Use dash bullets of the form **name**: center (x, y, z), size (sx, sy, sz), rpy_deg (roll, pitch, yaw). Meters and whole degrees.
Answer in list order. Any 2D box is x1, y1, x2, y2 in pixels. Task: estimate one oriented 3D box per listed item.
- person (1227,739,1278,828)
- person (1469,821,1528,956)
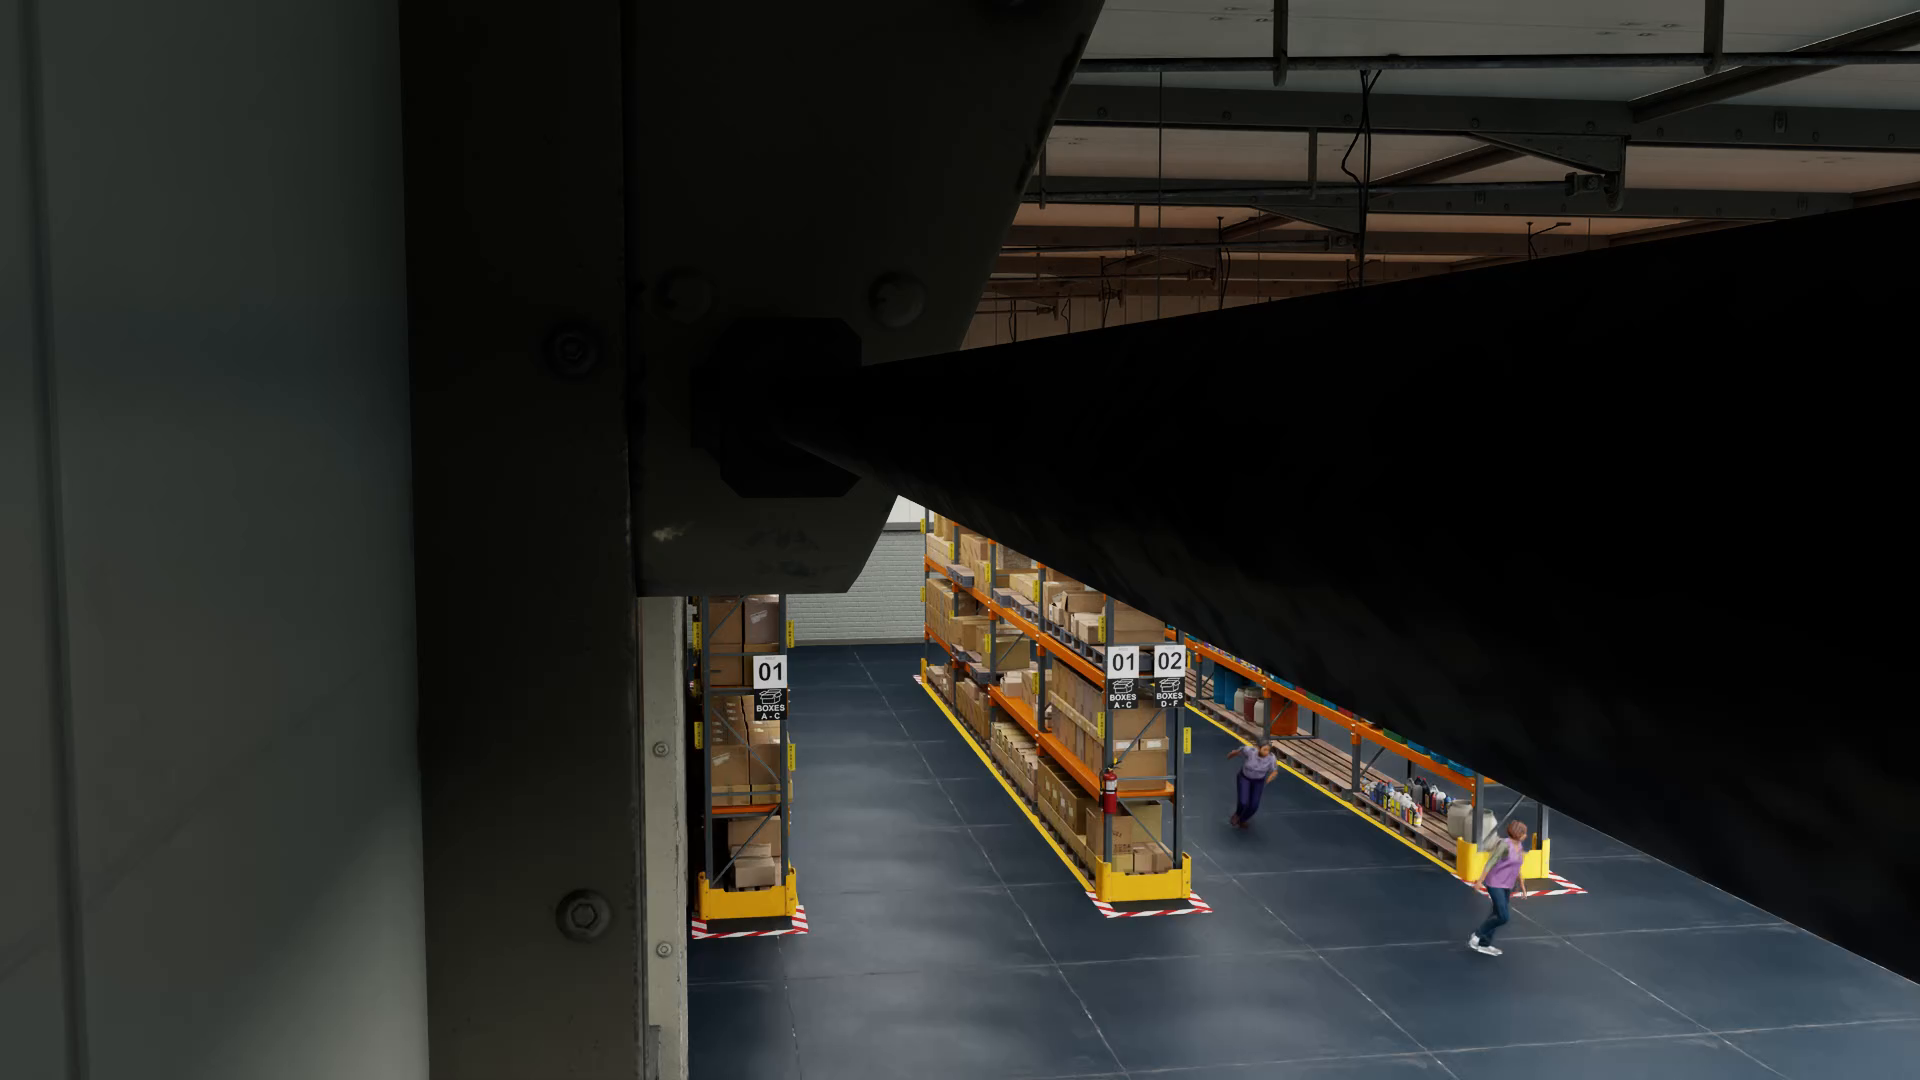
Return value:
- **person**: center (4.238, 3.515, 23.967), size (0.609, 1.416, 0.934), rpy_deg (0, 5, -5)
- **person**: center (6.075, 3.916, 18.730), size (0.534, 1.558, 0.569), rpy_deg (5, 7, 43)
